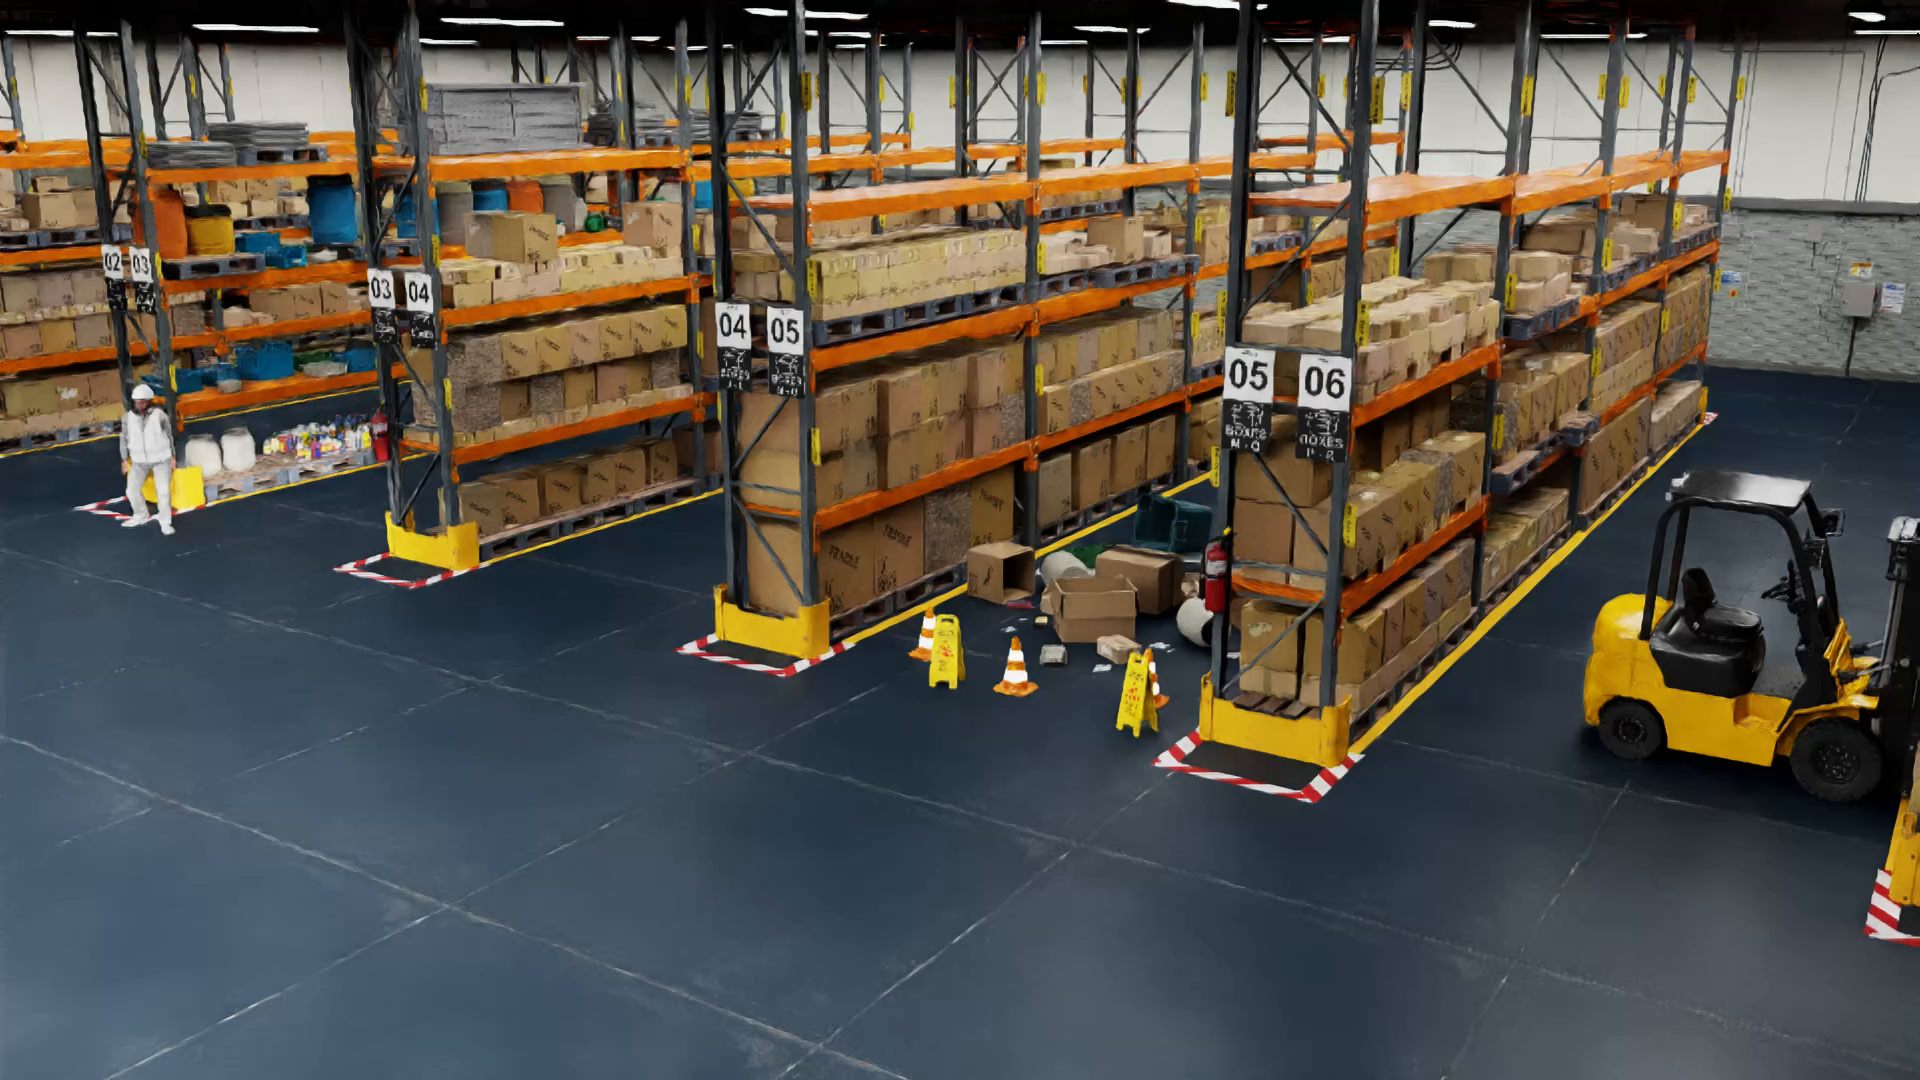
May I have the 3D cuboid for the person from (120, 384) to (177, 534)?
[{"bbox_3d":[-9.528,-0.951,19.364,0.728,1.765,0.512,-3,16,-10],"label":"person"}]

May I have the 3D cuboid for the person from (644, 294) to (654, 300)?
[{"bbox_3d":[-5.655,-3.939,30.389,0.598,1.618,0.506,9,18,30],"label":"person"}]

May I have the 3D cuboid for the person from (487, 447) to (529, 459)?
[{"bbox_3d":[-6.391,-1.982,23.308,0.495,1.589,1.086,11,19,34],"label":"person"}]

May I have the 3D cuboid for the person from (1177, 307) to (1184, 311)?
[{"bbox_3d":[3.554,-2.949,26.845,0.407,1.594,0.459,1,16,2],"label":"person"}]
